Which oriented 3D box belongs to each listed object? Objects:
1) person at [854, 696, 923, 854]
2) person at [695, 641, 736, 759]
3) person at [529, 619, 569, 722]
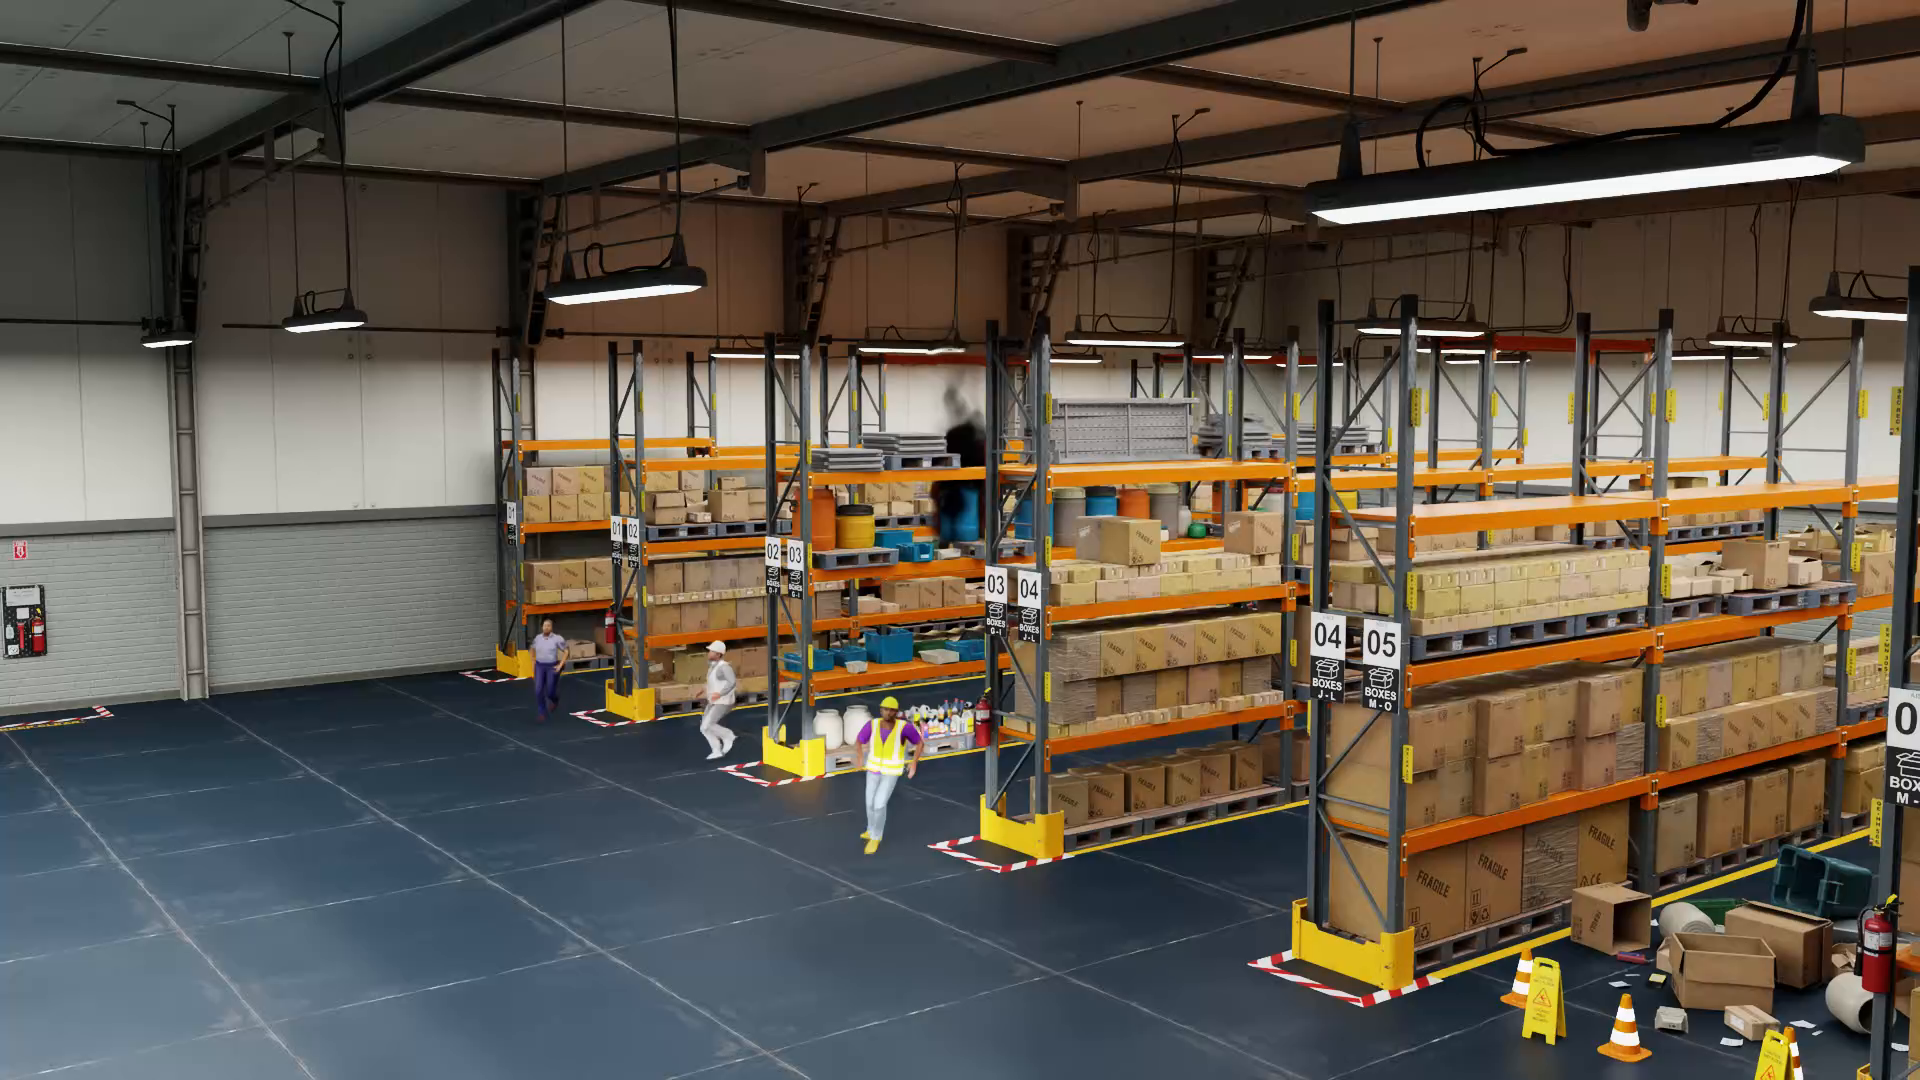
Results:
[{"bbox_3d":[-0.848,2.654,18.877,0.763,1.785,0.678,2,5,18],"label":"person"},{"bbox_3d":[-3.450,2.294,23.462,0.525,1.755,0.737,-4,6,-38],"label":"person"},{"bbox_3d":[-6.536,2.060,26.438,0.636,1.616,0.598,0,5,1],"label":"person"}]
